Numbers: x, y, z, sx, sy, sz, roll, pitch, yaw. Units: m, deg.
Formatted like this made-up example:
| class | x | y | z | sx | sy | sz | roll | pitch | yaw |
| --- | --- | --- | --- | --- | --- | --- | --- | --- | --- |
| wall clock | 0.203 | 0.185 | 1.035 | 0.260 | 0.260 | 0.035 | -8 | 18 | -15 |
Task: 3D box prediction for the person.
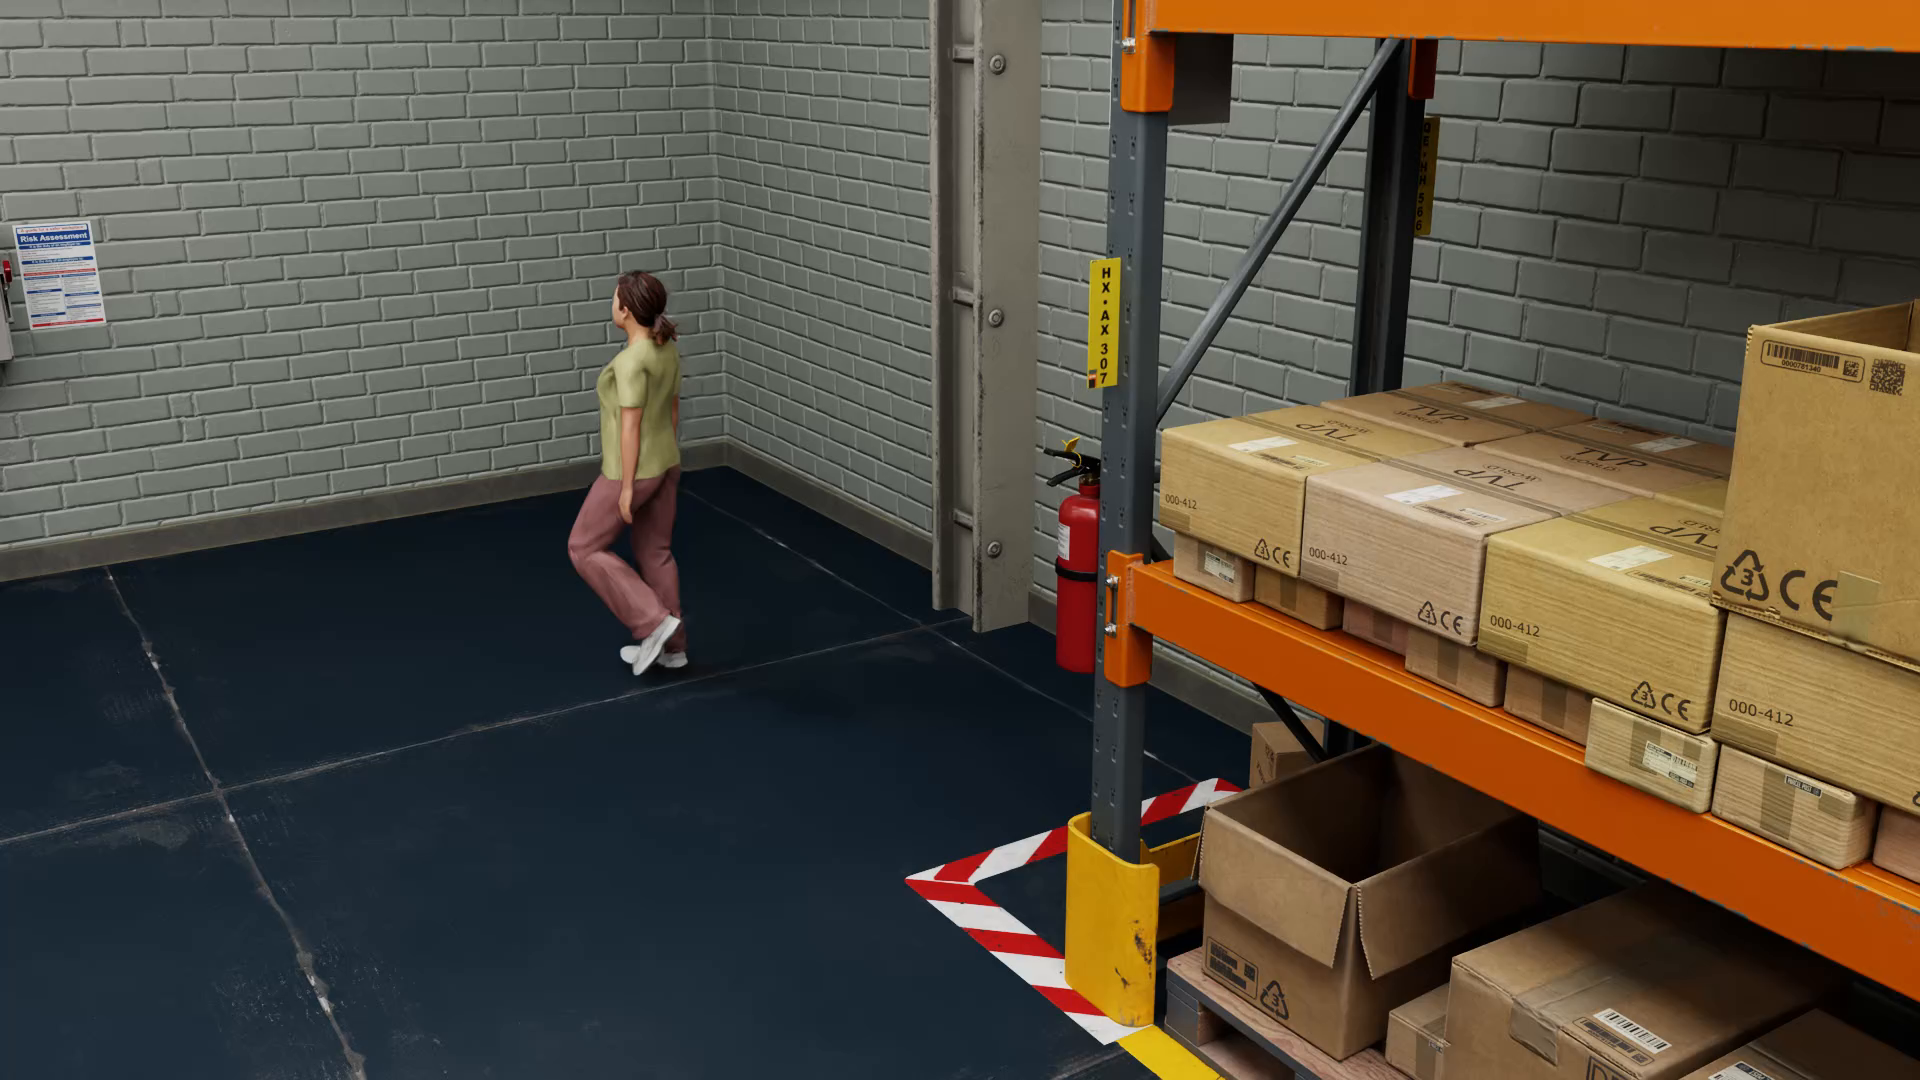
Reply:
| class | x | y | z | sx | sy | sz | roll | pitch | yaw |
| --- | --- | --- | --- | --- | --- | --- | --- | --- | --- |
| person | -1.332 | -0.264 | 6.776 | 0.465 | 1.665 | 0.479 | 7 | 19 | 19 |
